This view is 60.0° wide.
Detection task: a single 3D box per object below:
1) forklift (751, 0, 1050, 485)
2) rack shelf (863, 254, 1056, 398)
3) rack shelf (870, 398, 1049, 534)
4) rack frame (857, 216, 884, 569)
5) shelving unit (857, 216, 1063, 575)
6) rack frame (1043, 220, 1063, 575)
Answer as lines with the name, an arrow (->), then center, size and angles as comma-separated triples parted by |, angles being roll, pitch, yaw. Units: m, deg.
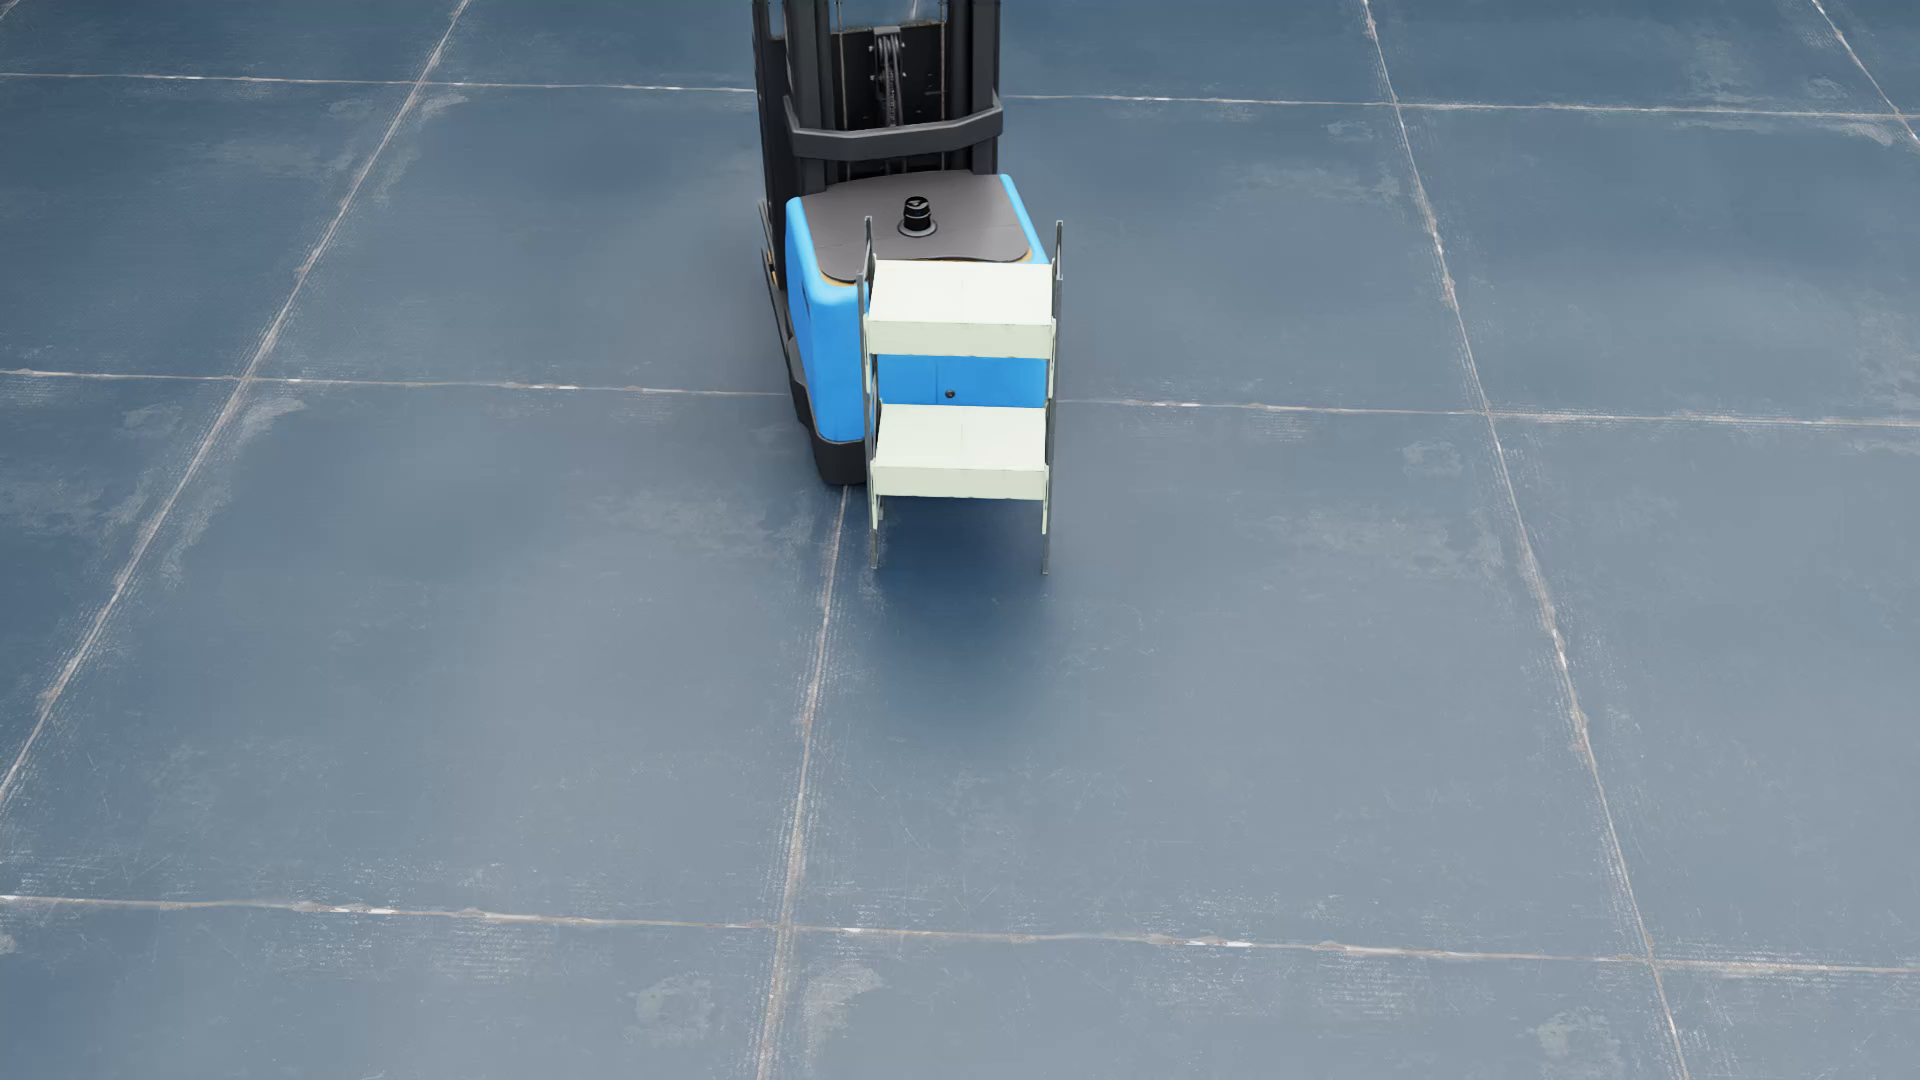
forklift -> -0.416, -2.334, 7.605 | 1.130, 2.935, 3.031 | -8, 44, -9
rack shelf -> 0.007, -0.834, 6.473 | 0.720, 0.370, 0.431 | 2, 43, 2
rack shelf -> 0.007, -0.310, 6.961 | 0.720, 0.370, 0.431 | 2, 43, 2
rack frame -> -0.359, -0.560, 6.751 | 0.023, 1.500, 0.400 | 2, 43, 2
shelving unit -> 0.007, -0.549, 6.739 | 0.755, 1.500, 0.431 | 2, 43, 2
rack frame -> 0.372, -0.537, 6.727 | 0.023, 1.500, 0.400 | 2, 43, 2
